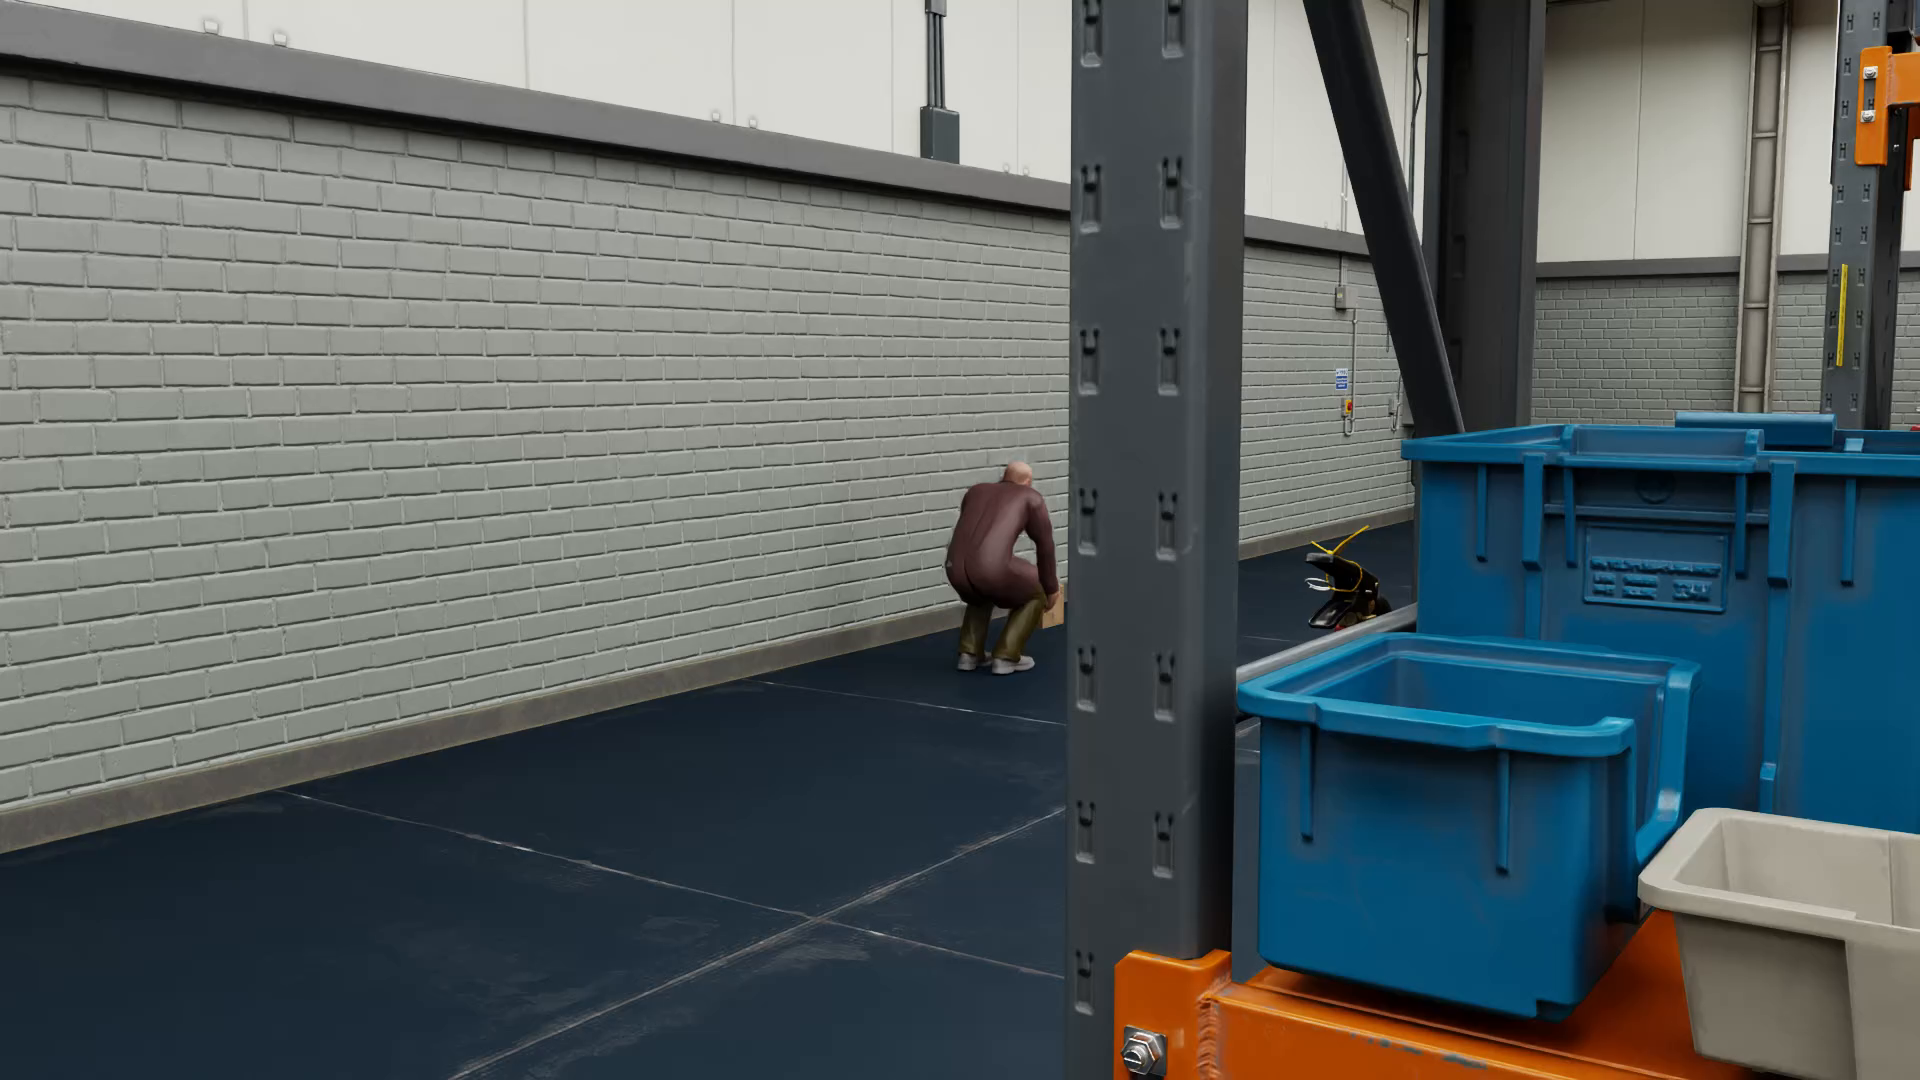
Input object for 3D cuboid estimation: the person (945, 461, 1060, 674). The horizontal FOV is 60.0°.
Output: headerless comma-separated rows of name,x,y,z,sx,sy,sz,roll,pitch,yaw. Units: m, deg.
person,0.213,0.163,9.915,0.630,1.207,0.808,4,7,33
